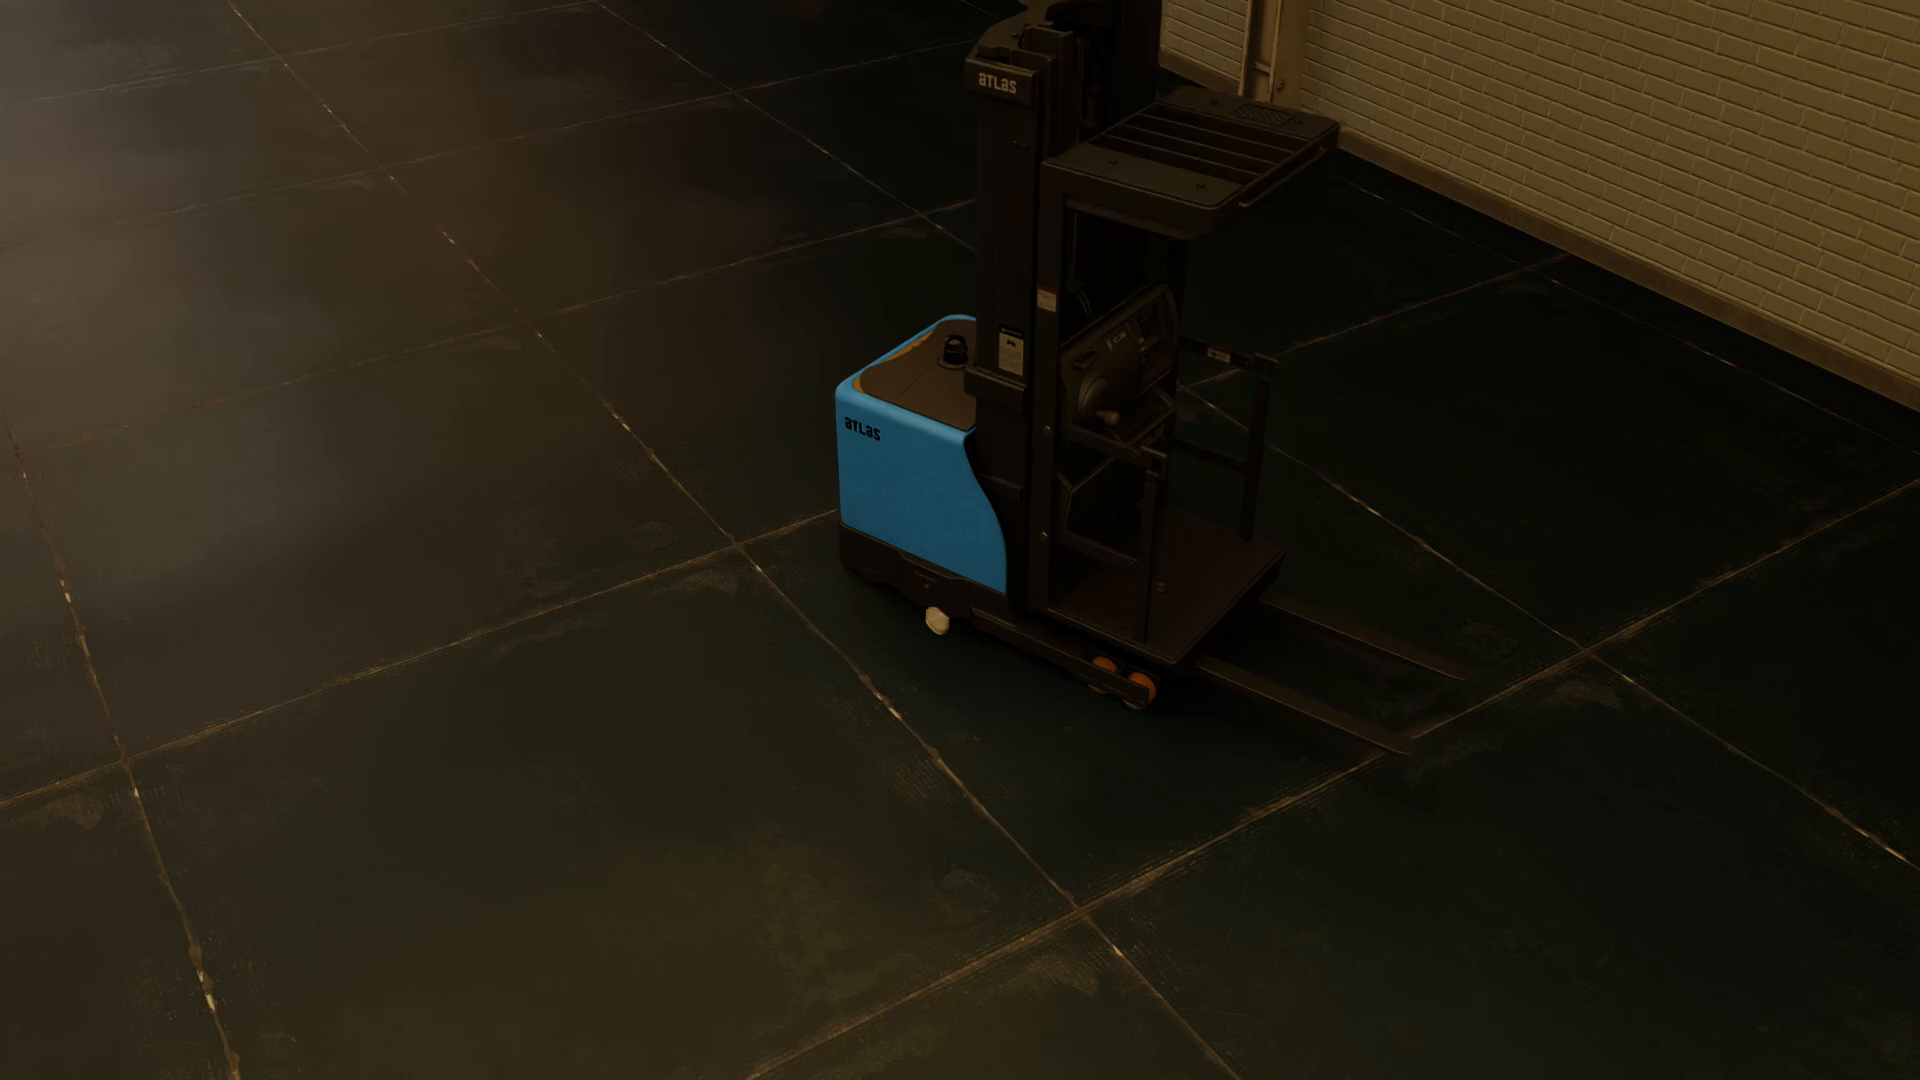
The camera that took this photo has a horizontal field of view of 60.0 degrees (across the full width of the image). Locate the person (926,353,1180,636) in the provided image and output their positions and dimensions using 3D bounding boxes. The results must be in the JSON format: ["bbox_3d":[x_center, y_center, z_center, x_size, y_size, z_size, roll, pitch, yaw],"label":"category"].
[{"bbox_3d":[0.404,-0.469,8.057,1.513,1.488,0.799,-23,41,-29],"label":"person"}]

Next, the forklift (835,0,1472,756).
[{"bbox_3d":[0.879,-0.774,7.249,3.031,2.935,1.130,23,41,29],"label":"forklift"}]
